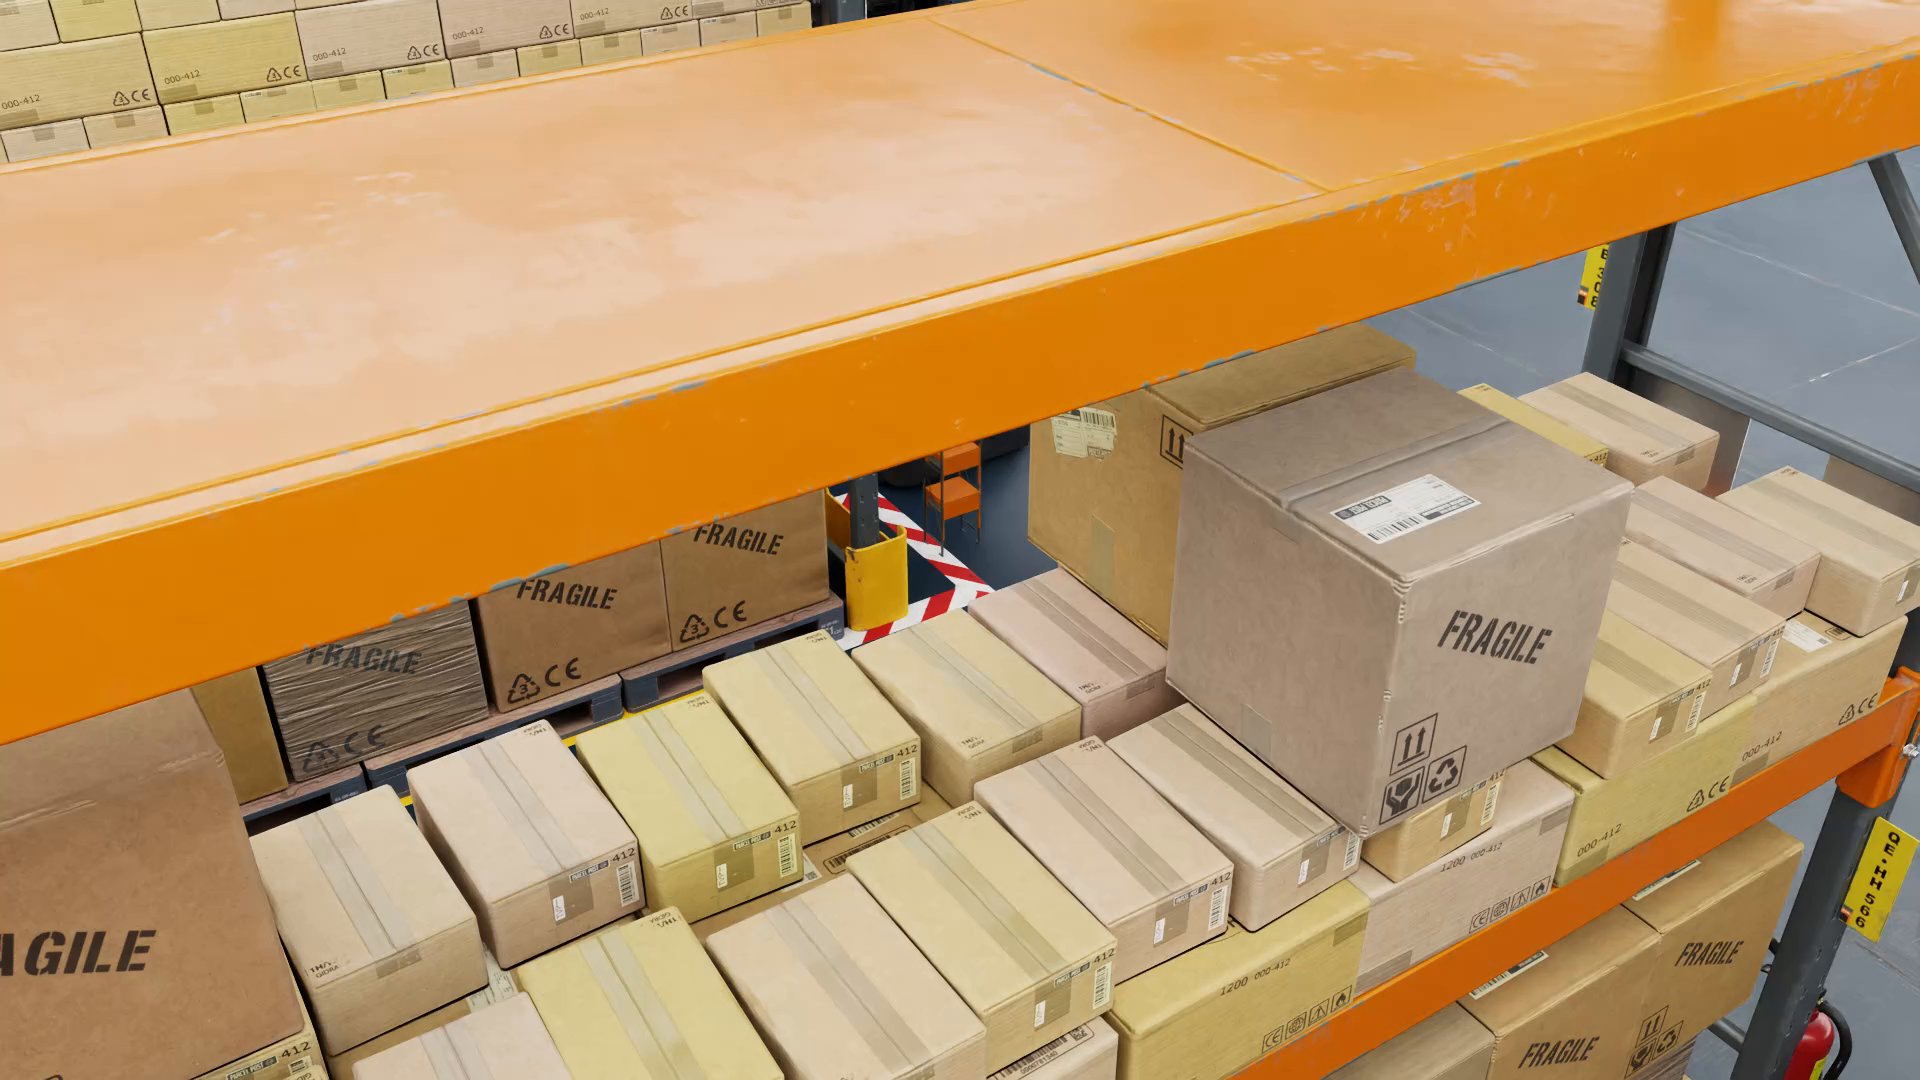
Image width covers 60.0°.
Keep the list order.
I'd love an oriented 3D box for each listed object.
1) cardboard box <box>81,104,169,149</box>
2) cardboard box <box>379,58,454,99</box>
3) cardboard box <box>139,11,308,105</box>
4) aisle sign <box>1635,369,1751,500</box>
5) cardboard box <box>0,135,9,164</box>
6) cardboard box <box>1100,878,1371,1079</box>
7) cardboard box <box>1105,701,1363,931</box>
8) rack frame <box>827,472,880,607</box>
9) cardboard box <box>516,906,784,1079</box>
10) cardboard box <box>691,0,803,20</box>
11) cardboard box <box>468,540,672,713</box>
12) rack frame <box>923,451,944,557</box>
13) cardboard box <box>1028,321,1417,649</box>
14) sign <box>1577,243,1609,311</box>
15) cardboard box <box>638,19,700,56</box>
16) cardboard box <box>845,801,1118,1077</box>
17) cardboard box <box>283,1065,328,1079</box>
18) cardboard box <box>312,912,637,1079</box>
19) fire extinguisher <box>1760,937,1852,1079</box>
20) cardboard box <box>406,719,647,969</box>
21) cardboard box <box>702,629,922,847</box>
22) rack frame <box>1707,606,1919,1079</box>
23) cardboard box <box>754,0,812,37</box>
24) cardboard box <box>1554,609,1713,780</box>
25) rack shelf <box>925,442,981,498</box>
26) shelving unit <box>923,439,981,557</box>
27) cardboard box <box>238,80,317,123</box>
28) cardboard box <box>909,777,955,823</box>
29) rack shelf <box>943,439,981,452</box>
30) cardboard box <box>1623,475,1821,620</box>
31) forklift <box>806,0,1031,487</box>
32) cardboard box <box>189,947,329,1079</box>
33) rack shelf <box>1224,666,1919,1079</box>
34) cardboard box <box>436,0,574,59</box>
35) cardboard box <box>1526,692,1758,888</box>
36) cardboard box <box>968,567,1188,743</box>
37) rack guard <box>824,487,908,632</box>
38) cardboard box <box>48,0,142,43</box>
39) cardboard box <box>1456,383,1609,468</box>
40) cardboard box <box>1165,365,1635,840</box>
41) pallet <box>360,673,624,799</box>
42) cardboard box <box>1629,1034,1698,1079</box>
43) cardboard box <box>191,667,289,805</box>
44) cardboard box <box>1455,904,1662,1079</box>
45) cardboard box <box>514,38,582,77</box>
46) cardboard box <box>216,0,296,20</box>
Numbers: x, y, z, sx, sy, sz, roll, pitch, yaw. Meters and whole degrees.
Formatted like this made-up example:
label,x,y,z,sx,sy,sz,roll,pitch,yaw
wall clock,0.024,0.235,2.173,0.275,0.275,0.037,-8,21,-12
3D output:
label,x,y,z,sx,sy,sz,roll,pitch,yaw
cardboard box,-2.963,-1.482,5.846,0.250,0.149,0.380,-20,37,-28
cardboard box,-2.107,-1.777,6.314,0.250,0.149,0.380,-18,37,-27
cardboard box,-2.682,-1.787,5.955,0.500,0.250,0.500,-19,37,-28
aisle sign,1.763,-0.082,4.254,0.004,0.787,0.394,-19,37,-27
cardboard box,-3.385,-1.338,5.618,0.250,0.149,0.380,-19,37,-27
cardboard box,0.332,0.656,2.850,0.500,0.250,0.500,-20,37,-28
cardboard box,0.456,0.447,2.806,0.250,0.149,0.380,-21,38,-30
rack frame,-0.729,-1.084,8.278,0.127,3.000,1.000,-19,37,-27
cardboard box,-0.439,0.730,2.359,0.250,0.149,0.380,-18,36,-26
cardboard box,-0.989,-2.368,6.876,0.500,0.250,0.500,-18,37,-27
cardboard box,-2.002,0.118,7.970,0.875,0.875,0.875,-20,37,-28
rack frame,-0.147,-0.393,9.011,0.008,1.050,0.200,-19,37,-27
cardboard box,0.479,-0.170,3.177,0.500,0.500,0.500,-19,37,-27
sign,1.579,-0.712,4.058,0.005,0.325,0.100,-19,37,-27
cardboard box,-1.253,-2.071,6.779,0.250,0.149,0.380,-18,37,-27
cardboard box,0.027,0.603,2.560,0.250,0.149,0.380,-20,37,-28
cardboard box,-0.862,0.889,2.106,0.250,0.149,0.380,-21,38,-30
cardboard box,-0.803,0.726,2.739,0.500,0.250,0.500,-18,36,-26
fire extinguisher,2.219,1.376,4.451,0.183,0.674,0.296,-19,37,-27
cardboard box,-0.716,0.490,2.739,0.250,0.149,0.380,-20,37,-29
cardboard box,-0.267,0.345,2.968,0.250,0.149,0.380,-17,36,-25
rack frame,1.873,1.170,4.705,0.127,3.000,1.000,-19,37,-27
cardboard box,-0.825,-2.218,7.013,0.250,0.149,0.380,-19,37,-27
cardboard box,1.158,0.250,3.119,0.250,0.149,0.380,-19,37,-27
rack shelf,-0.045,-0.420,9.073,0.240,0.259,0.215,-19,37,-27
shelving unit,-0.045,-0.429,9.067,0.252,1.050,0.215,-19,37,-27
cardboard box,-2.532,-1.631,6.083,0.250,0.149,0.380,-19,37,-27
cardboard box,0.045,0.434,3.201,0.500,0.250,0.500,-18,36,-26
rack shelf,-0.045,-0.660,8.921,0.240,0.259,0.215,-19,37,-27
cardboard box,1.526,0.039,3.454,0.250,0.149,0.380,-20,37,-29
forklift,-0.802,-2.287,10.249,1.130,2.935,3.031,-21,38,-29
cardboard box,-1.098,0.692,2.418,0.250,0.149,0.380,-19,37,-27
rack shelf,0.192,0.784,3.181,4.000,0.370,1.077,-19,37,-27
cardboard box,-1.833,-2.079,6.418,0.500,0.250,0.500,-19,37,-28
cardboard box,1.187,0.364,3.313,0.500,0.250,0.500,-19,37,-27
cardboard box,0.220,0.226,3.158,0.250,0.149,0.380,-19,37,-28
rack guard,-0.709,-0.033,8.956,0.348,0.500,1.175,-19,37,-27
cardboard box,-2.961,-1.820,5.635,0.250,0.149,0.380,-20,37,-28
cardboard box,1.246,-0.197,3.827,0.250,0.149,0.380,-18,37,-26
cardboard box,0.707,0.083,2.776,0.500,0.500,0.500,-19,37,-27
pallet,-2.383,0.713,8.044,1.213,0.211,1.003,-19,37,-27
cardboard box,1.396,1.148,4.367,0.500,0.500,0.875,-19,37,-27
cardboard box,-3.525,0.643,7.138,0.875,0.875,0.875,-18,37,-27
cardboard box,1.128,0.996,3.672,0.500,0.500,0.500,-19,37,-27
cardboard box,-1.681,-1.923,6.546,0.250,0.149,0.380,-20,37,-28
cardboard box,-2.532,-1.968,5.869,0.250,0.149,0.380,-19,37,-27
